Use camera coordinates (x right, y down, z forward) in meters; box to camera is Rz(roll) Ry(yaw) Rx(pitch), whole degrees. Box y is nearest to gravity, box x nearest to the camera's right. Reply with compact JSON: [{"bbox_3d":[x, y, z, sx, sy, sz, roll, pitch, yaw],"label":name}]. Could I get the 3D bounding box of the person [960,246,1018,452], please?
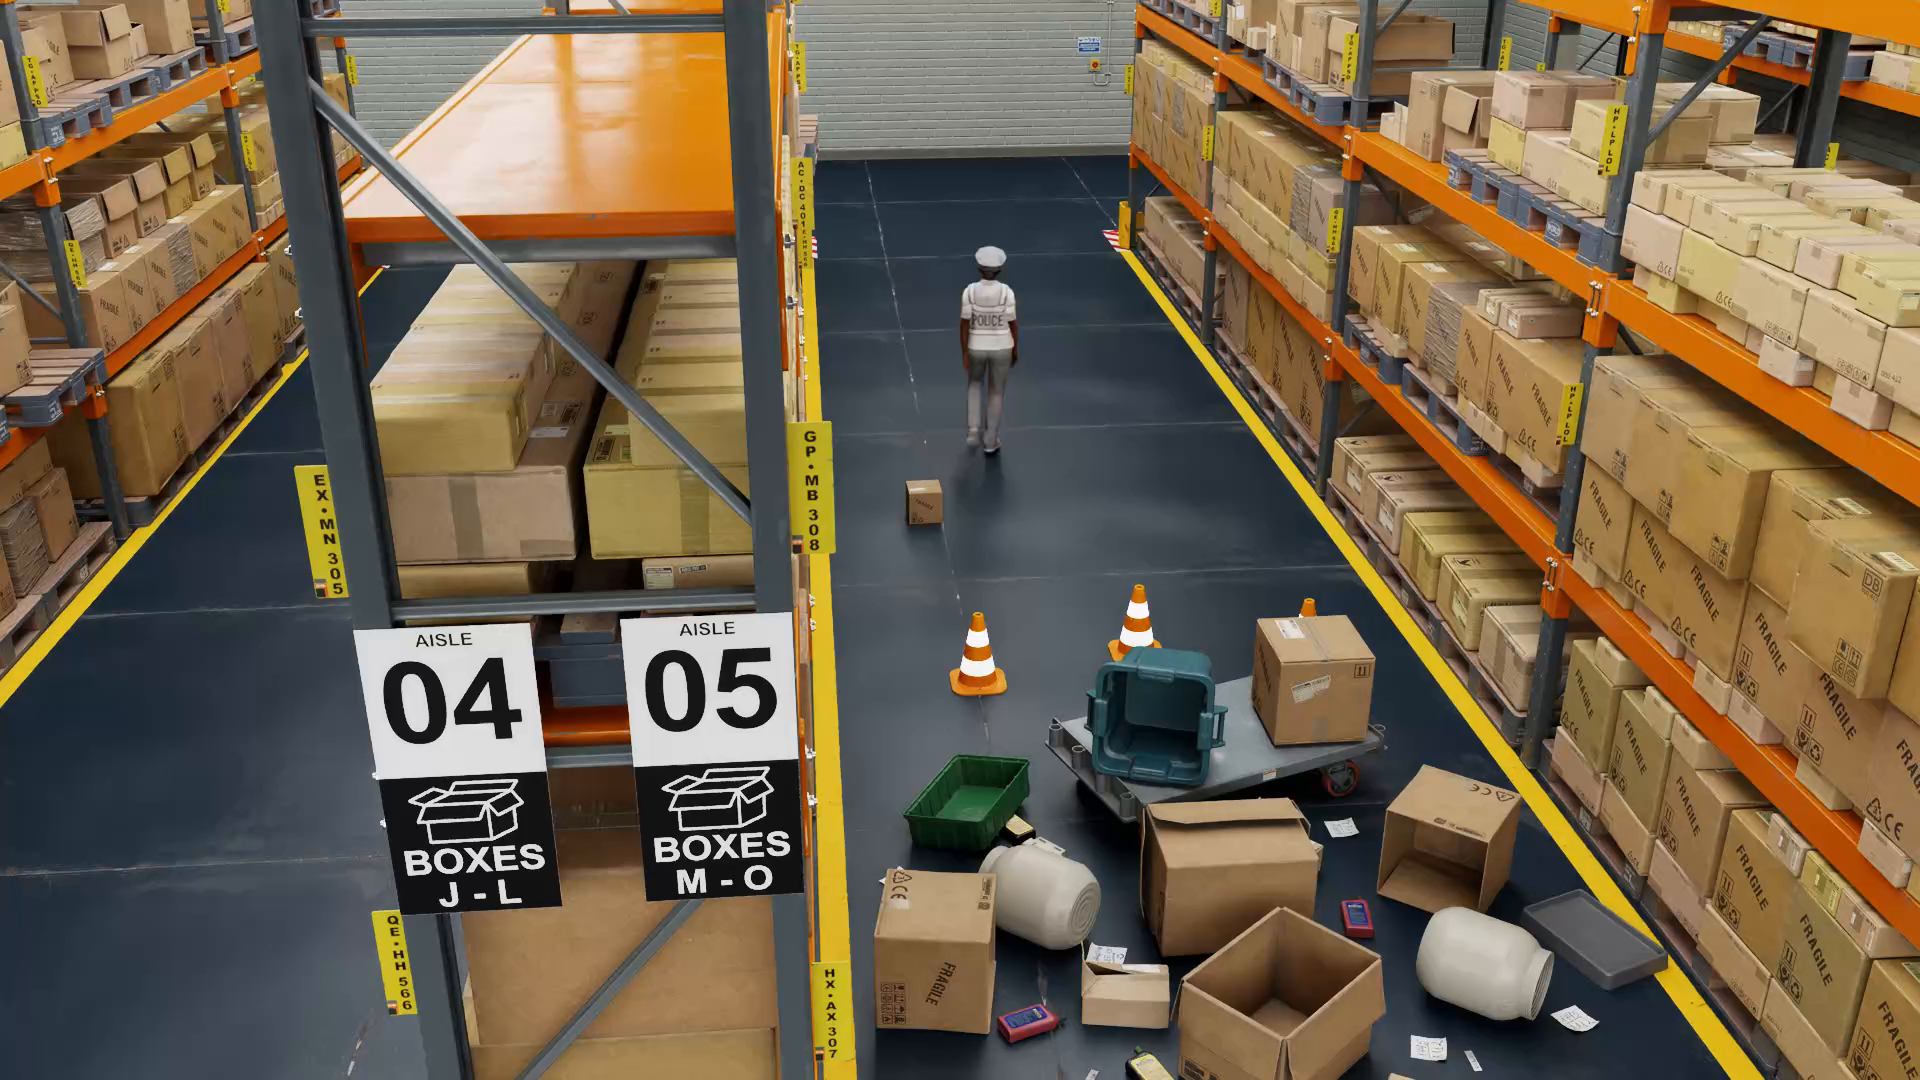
[{"bbox_3d":[0.243,-1.540,13.539,0.456,1.726,0.467,4,24,9],"label":"person"}]
